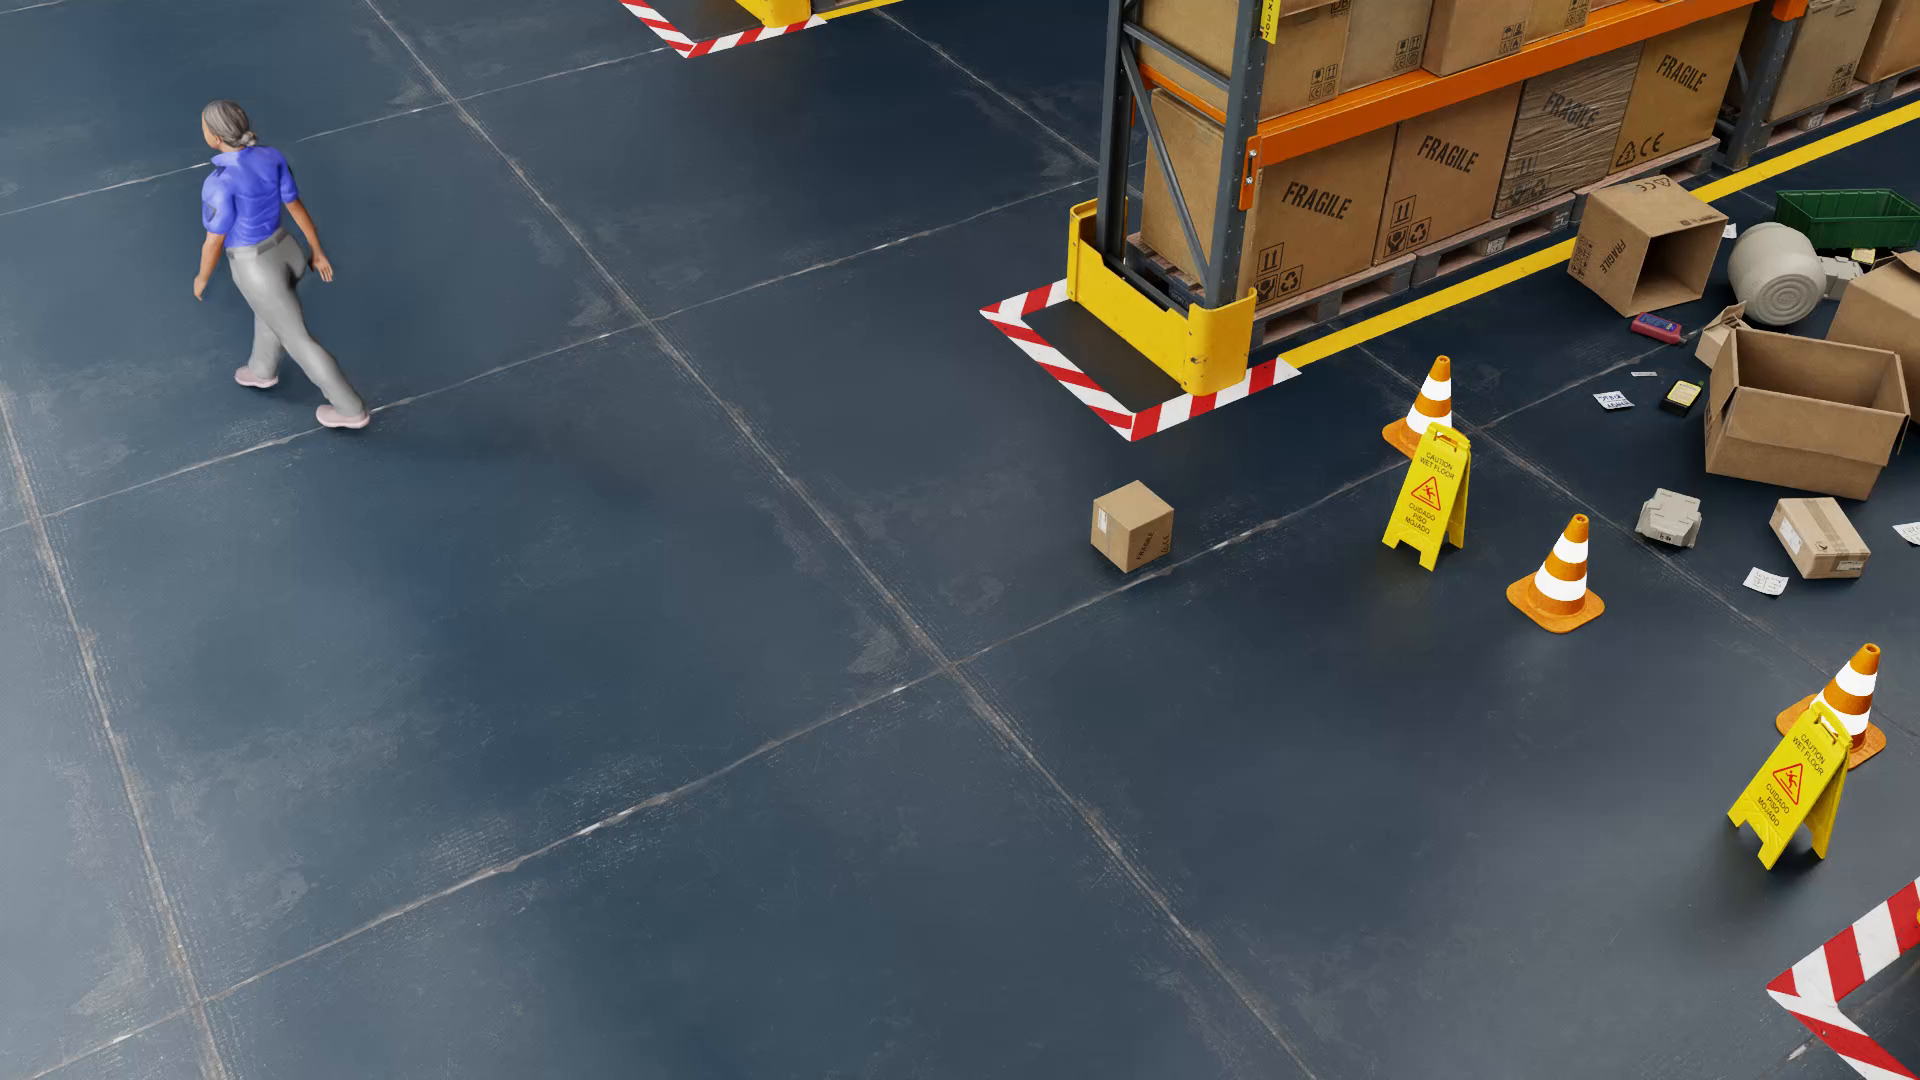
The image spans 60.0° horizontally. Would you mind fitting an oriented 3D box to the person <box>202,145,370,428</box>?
[{"bbox_3d":[-3.236,-1.192,7.672,0.885,1.422,0.402,12,42,13],"label":"person"}]
